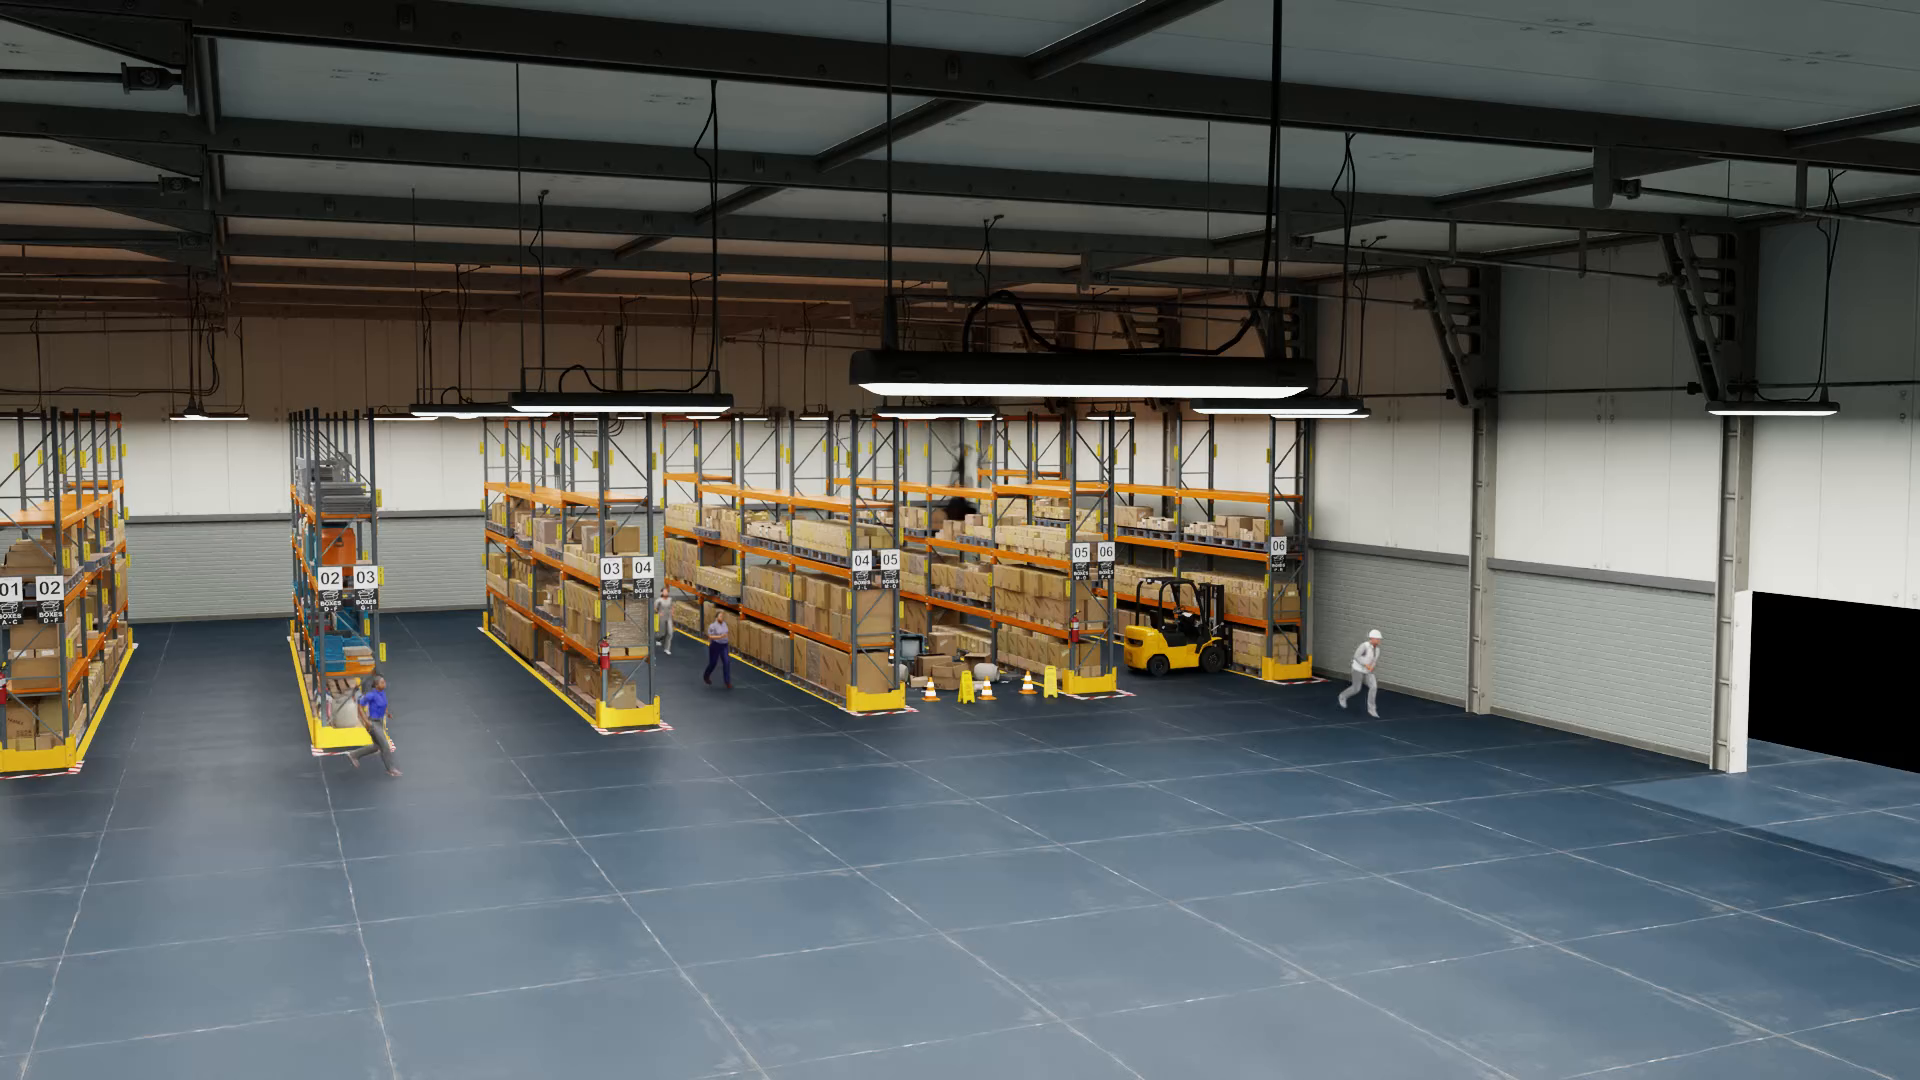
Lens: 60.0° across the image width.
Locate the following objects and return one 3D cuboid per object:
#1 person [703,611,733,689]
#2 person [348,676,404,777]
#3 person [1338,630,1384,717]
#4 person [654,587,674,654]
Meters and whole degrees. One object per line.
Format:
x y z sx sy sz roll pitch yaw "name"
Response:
-5.233 2.358 35.979 0.598 1.652 0.933 -4 5 -42 "person"
-9.500 3.023 26.969 0.920 1.651 0.600 1 4 7 "person"
7.907 2.598 32.803 0.696 1.729 1.045 -3 5 -40 "person"
-7.397 2.008 41.625 0.575 1.668 0.796 -2 5 -31 "person"
